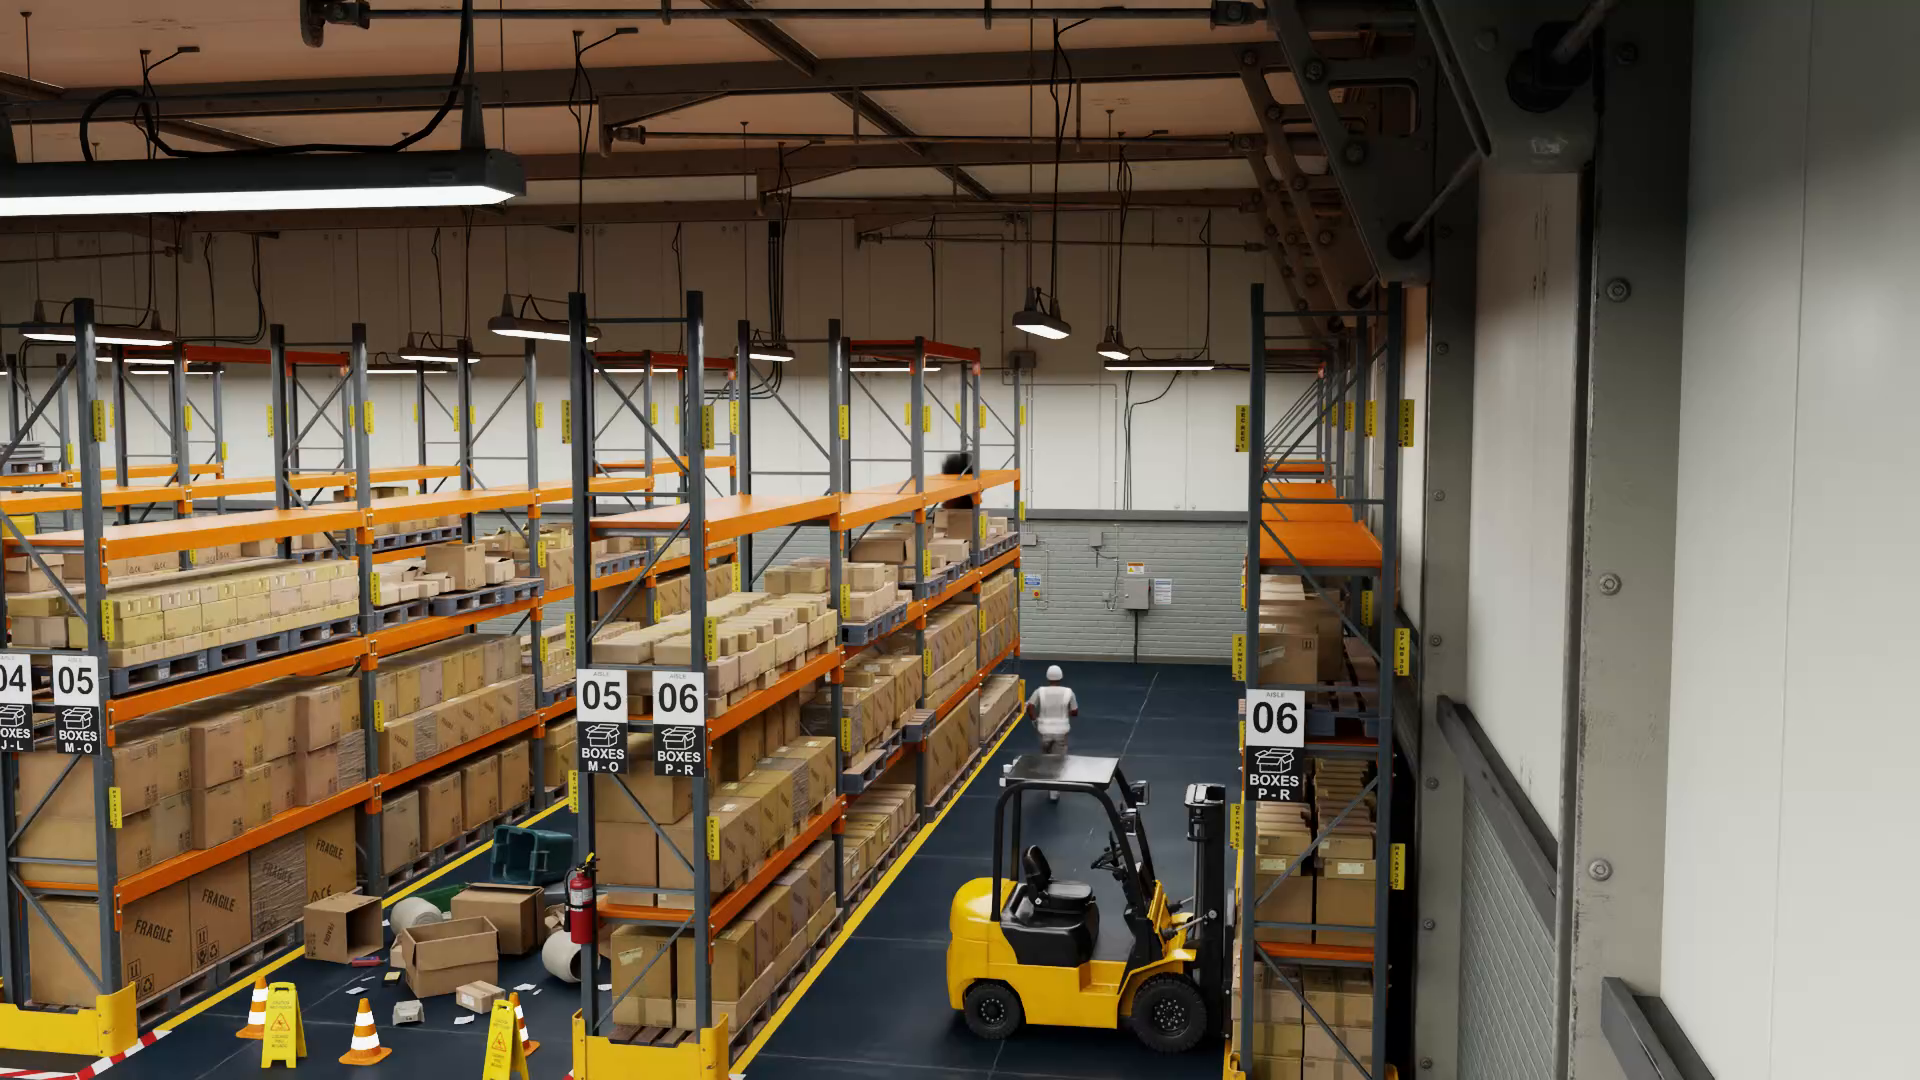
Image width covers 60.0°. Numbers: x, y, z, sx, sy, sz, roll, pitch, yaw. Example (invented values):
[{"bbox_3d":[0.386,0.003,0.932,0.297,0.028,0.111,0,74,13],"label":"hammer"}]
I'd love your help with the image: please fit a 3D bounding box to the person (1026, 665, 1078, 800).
[{"bbox_3d":[1.229,2.520,21.908,0.662,1.780,0.644,1,5,9],"label":"person"}]
